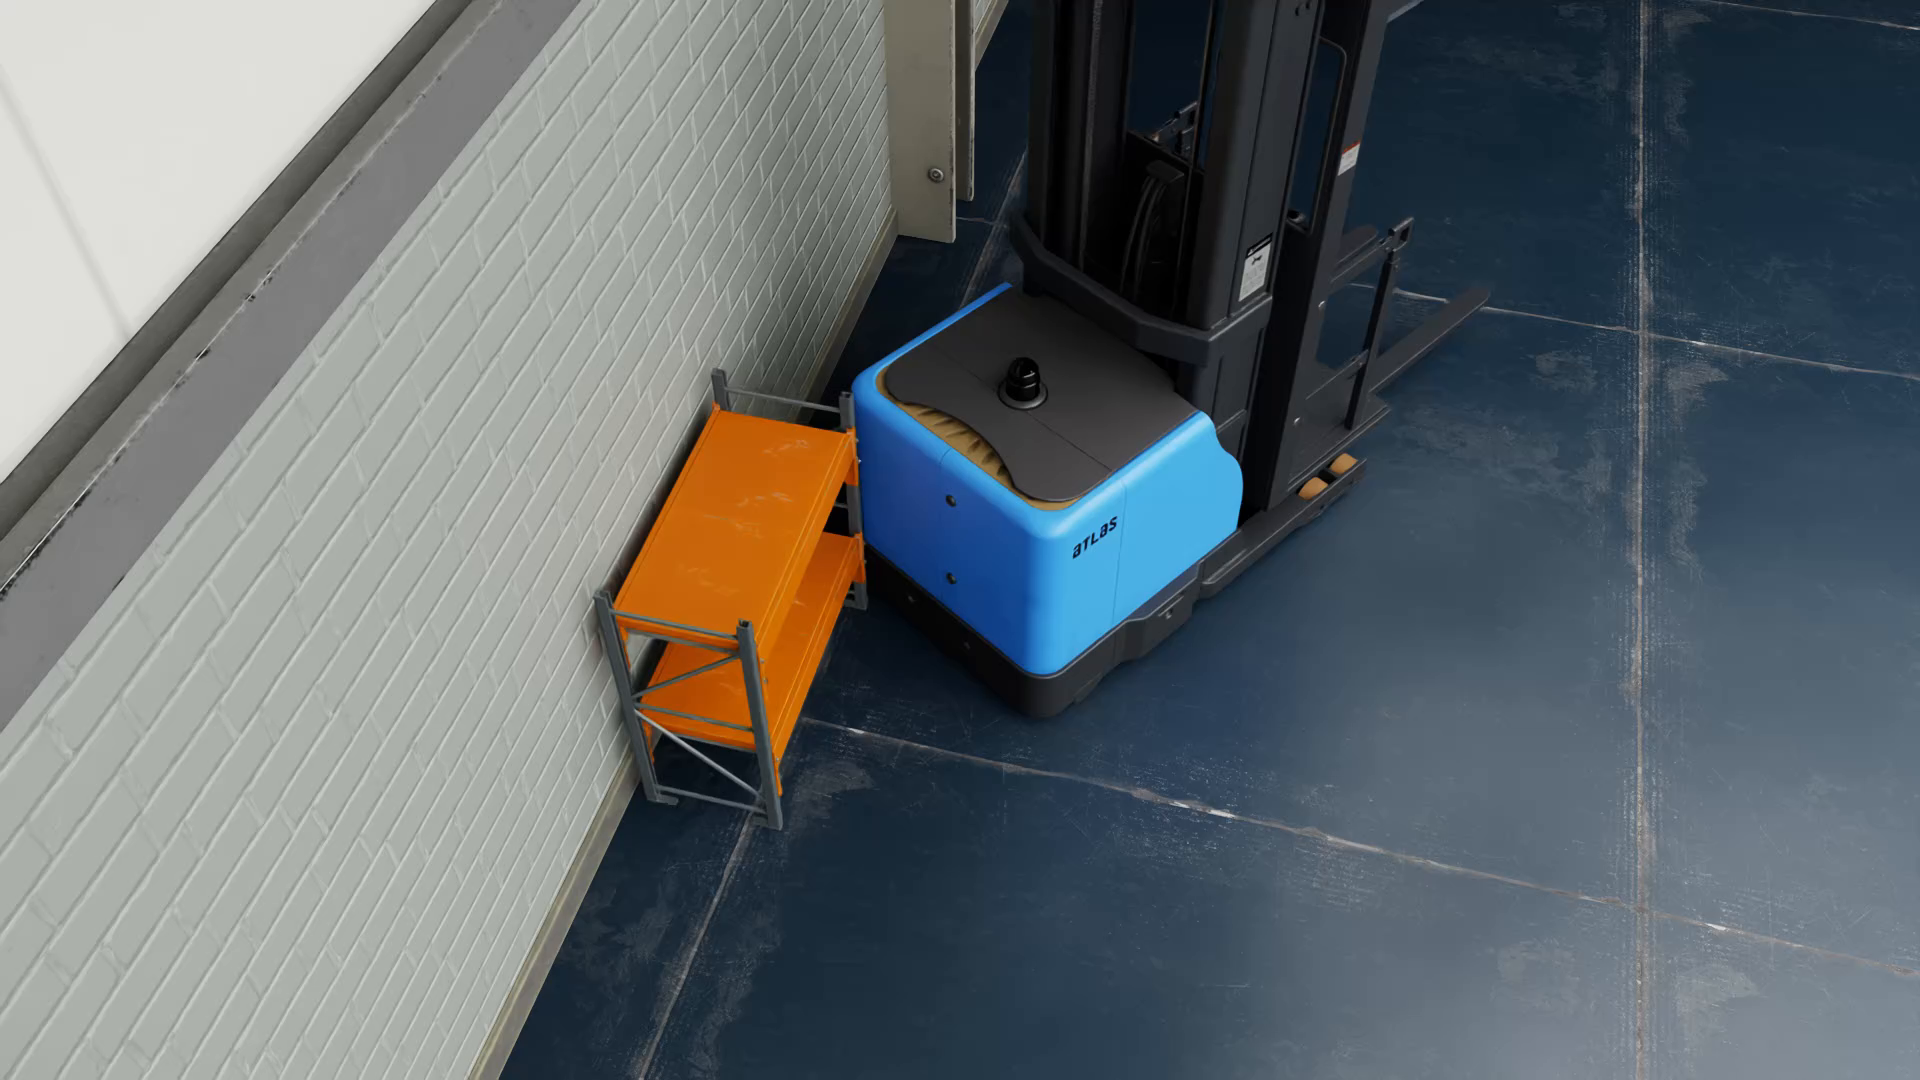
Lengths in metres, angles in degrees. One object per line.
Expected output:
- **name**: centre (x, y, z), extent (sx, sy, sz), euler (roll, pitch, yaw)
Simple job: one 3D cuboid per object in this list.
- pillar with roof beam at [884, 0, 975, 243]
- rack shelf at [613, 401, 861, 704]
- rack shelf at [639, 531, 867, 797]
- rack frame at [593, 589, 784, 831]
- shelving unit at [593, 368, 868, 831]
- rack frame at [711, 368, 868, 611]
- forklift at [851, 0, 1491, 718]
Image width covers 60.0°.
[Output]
- **pillar with roof beam**: centre (4.022, -3.713, 3.944), extent (9.100, 9.000, 0.400), euler (12, 50, 10)
- **rack shelf**: centre (-0.733, 0.017, 5.512), extent (0.538, 0.278, 1.000), euler (11, 49, 10)
- **rack shelf**: centre (-0.732, 0.372, 5.915), extent (0.538, 0.278, 1.000), euler (11, 49, 10)
- **rack frame**: centre (-0.862, 0.579, 5.406), extent (0.500, 1.125, 0.032), euler (11, 49, 10)
- **shelving unit**: centre (-0.732, 0.210, 5.732), extent (0.538, 1.125, 1.048), euler (11, 49, 10)
- **rack frame**: centre (-0.603, -0.158, 6.057), extent (0.500, 1.125, 0.032), euler (11, 49, 10)
- **forklift**: centre (1.019, -1.314, 5.873), extent (3.031, 2.935, 1.130), euler (-36, 57, -27)
